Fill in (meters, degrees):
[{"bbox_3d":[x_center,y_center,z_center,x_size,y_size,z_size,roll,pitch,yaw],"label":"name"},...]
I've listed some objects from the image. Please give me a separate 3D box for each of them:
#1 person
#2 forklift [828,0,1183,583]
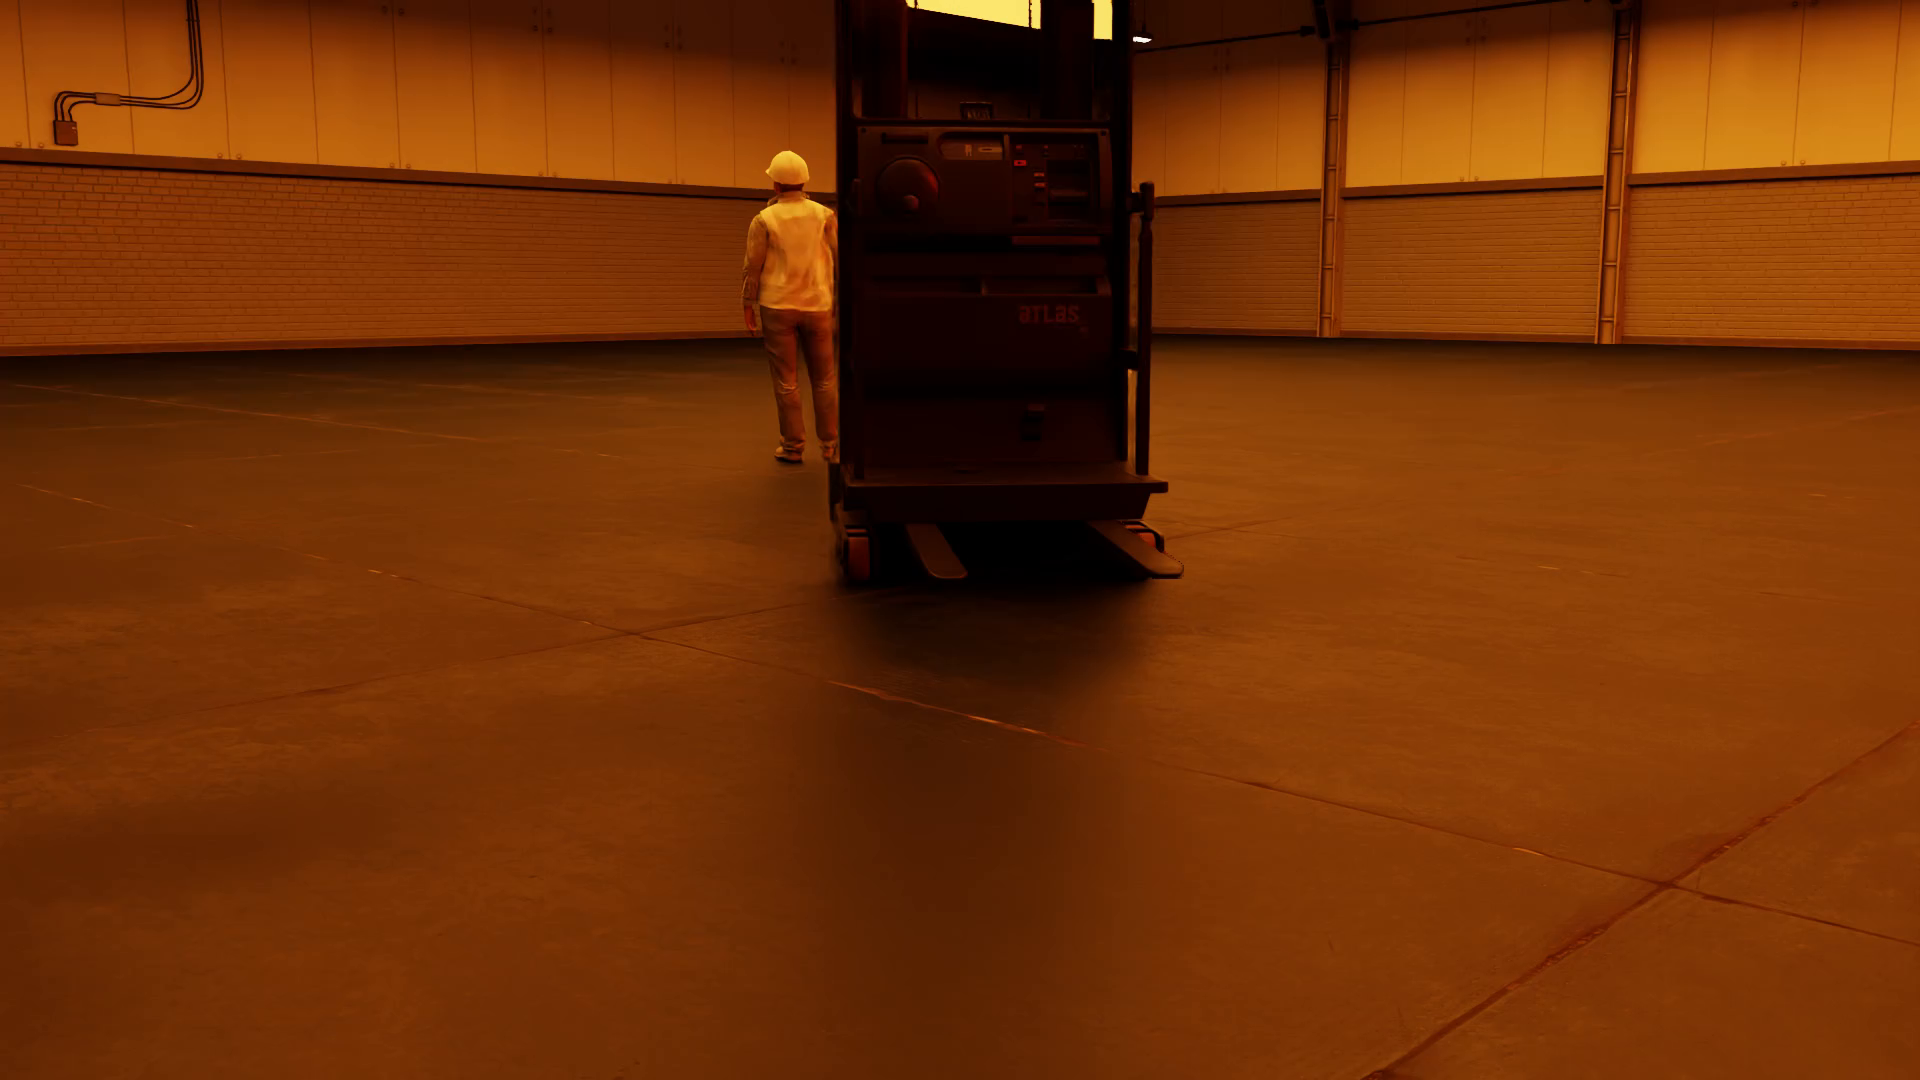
[{"bbox_3d":[-0.969,-1.355,9.710,0.631,1.773,0.568,-2,9,-15],"label":"person"},{"bbox_3d":[0.116,-1.353,5.860,1.130,2.935,3.031,-1,9,-6],"label":"forklift"}]
